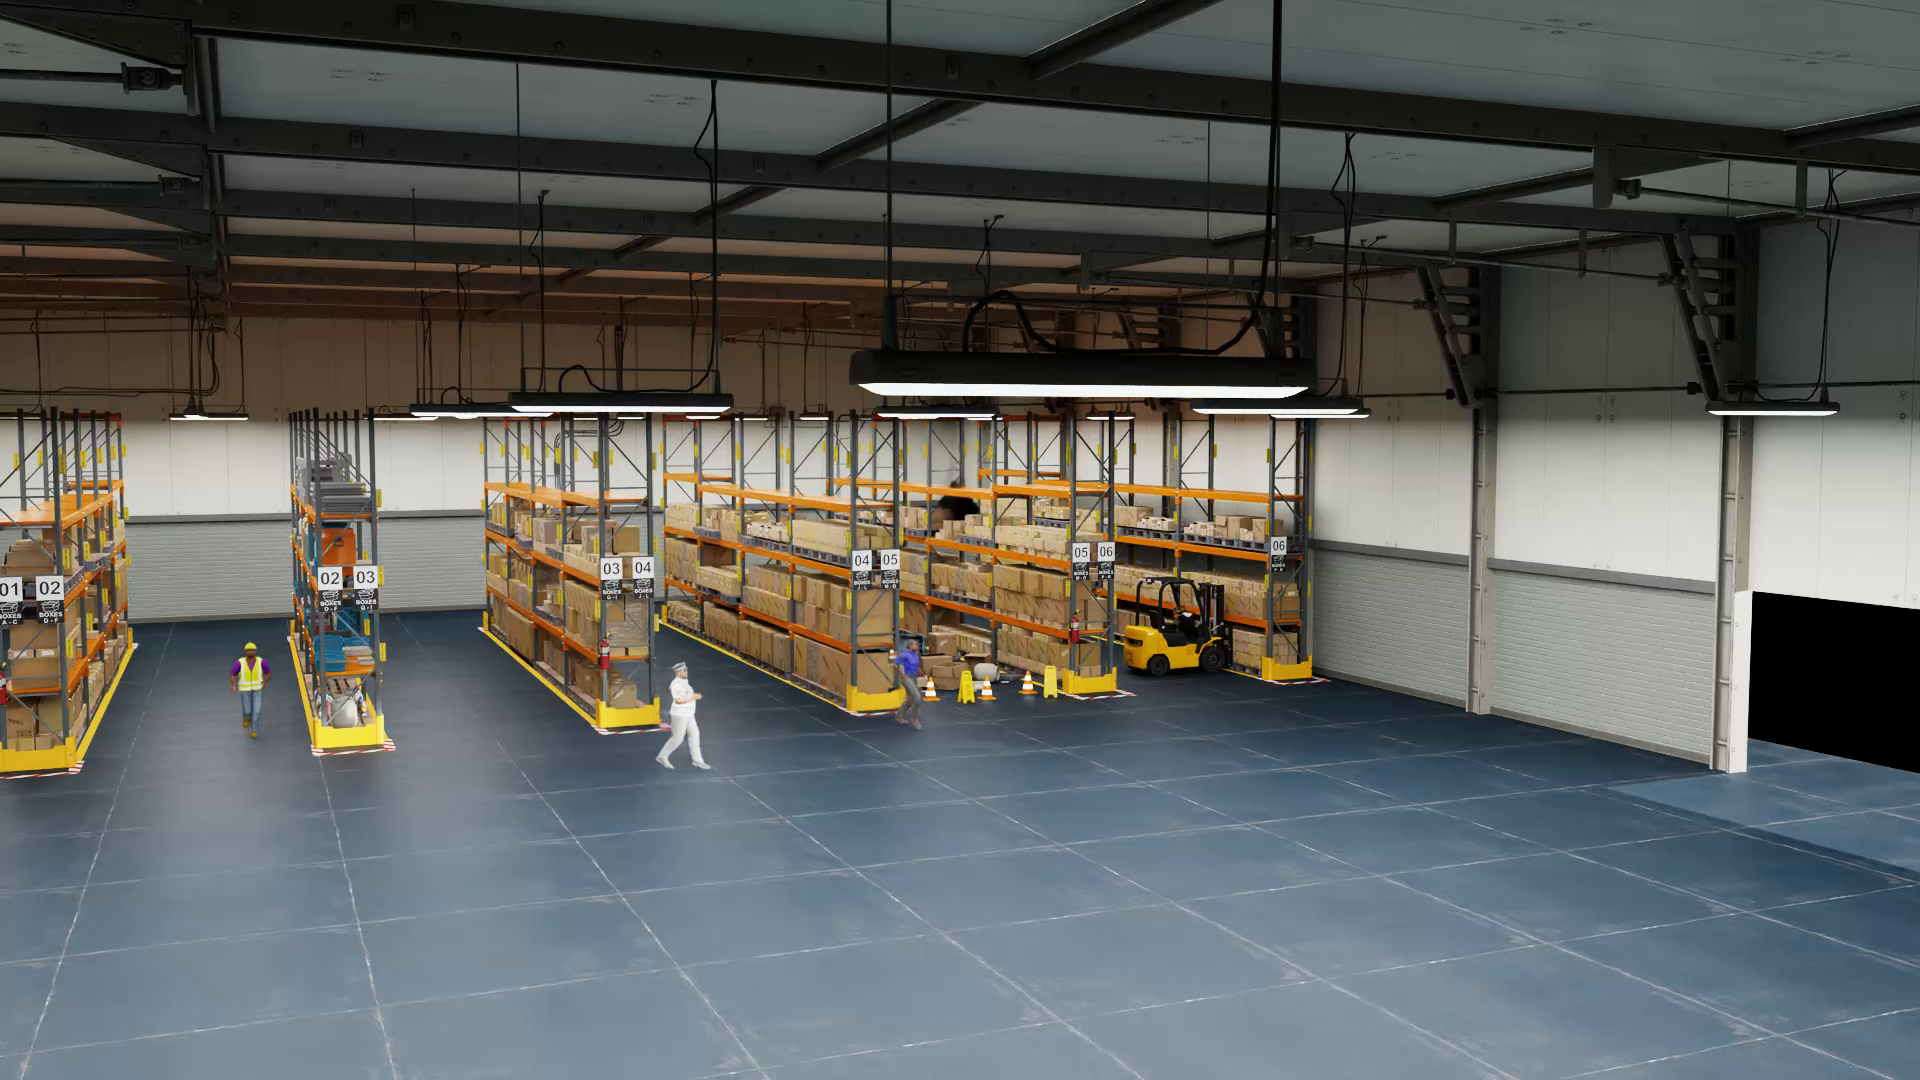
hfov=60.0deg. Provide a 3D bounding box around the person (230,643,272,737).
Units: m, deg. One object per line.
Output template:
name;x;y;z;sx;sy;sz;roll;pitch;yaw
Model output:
person;-12.963;2.736;30.430;0.707;1.720;0.587;-2;4;-25

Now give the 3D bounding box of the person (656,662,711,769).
person;-4.559;2.892;27.365;0.886;1.800;0.652;0;4;7

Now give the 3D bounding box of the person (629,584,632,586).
person;-9.808;1.553;47.485;0.600;1.627;0.923;2;5;30

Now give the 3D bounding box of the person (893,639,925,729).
person;-0.948;2.759;31.446;0.695;1.593;0.581;2;5;31
